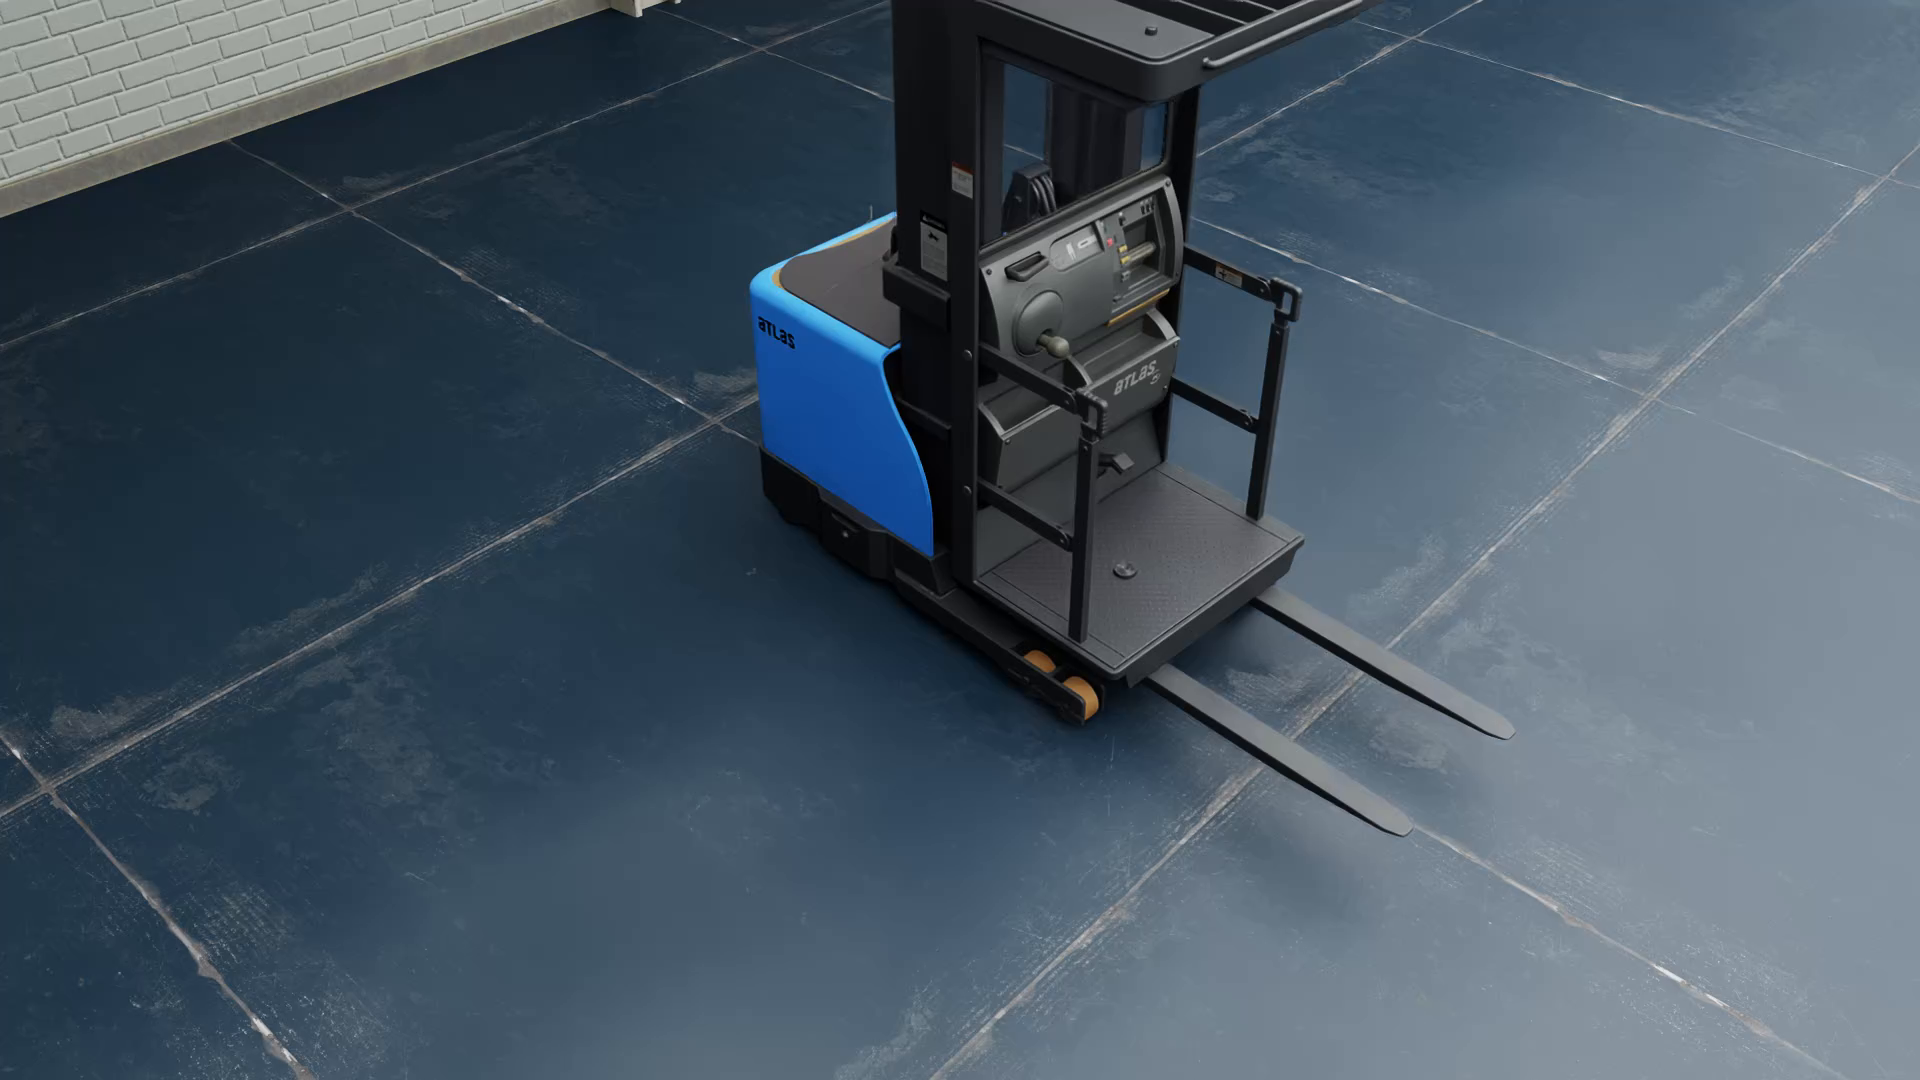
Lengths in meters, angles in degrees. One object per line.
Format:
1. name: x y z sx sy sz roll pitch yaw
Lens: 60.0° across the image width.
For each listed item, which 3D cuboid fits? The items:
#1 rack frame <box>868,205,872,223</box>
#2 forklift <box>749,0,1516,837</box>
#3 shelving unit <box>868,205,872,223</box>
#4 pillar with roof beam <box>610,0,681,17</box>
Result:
1. rack frame: -0.417 -1.005 7.286 0.006 0.900 0.240 10 40 12
2. forklift: 0.573 -0.859 5.475 1.130 2.935 3.031 -31 48 -33
3. shelving unit: -0.319 -0.987 7.266 0.210 0.900 0.258 10 40 12
4. pillar with roof beam: 1.025 -5.377 6.282 9.100 9.000 0.400 30 47 32
